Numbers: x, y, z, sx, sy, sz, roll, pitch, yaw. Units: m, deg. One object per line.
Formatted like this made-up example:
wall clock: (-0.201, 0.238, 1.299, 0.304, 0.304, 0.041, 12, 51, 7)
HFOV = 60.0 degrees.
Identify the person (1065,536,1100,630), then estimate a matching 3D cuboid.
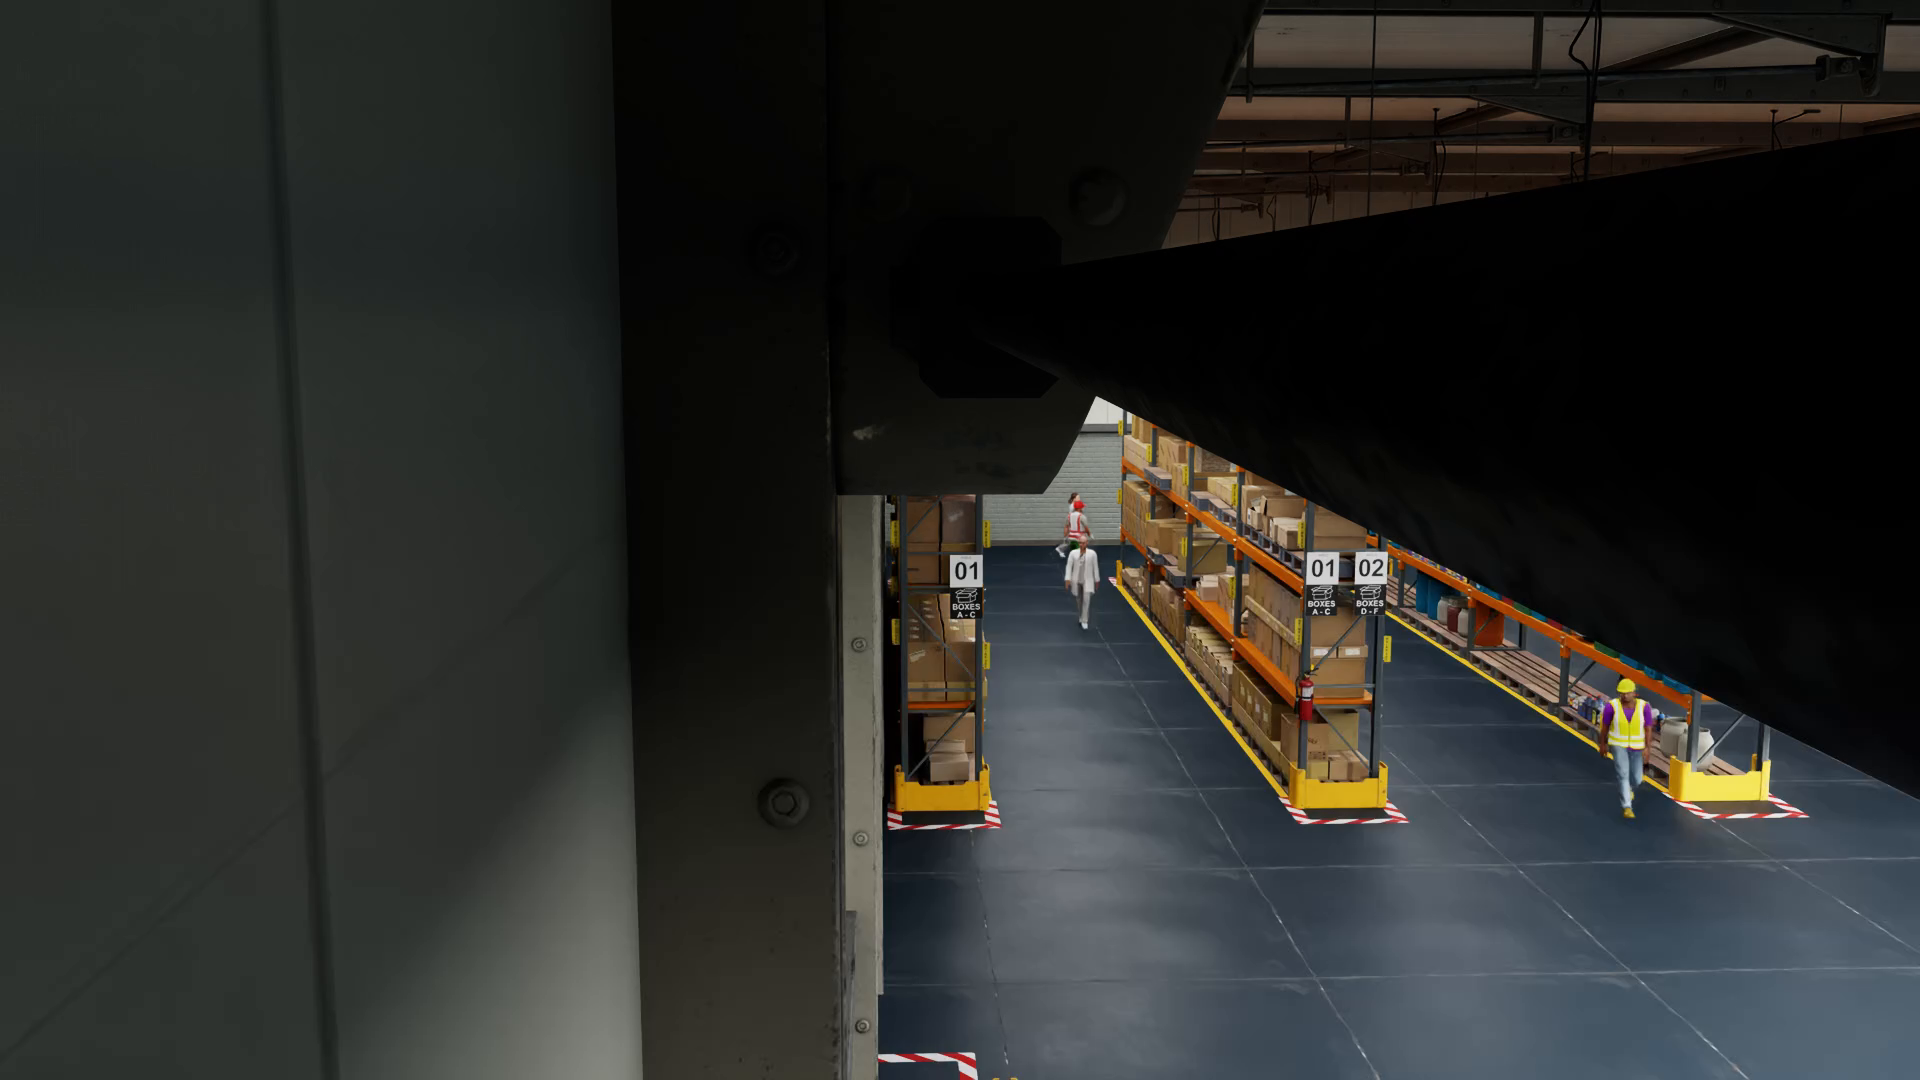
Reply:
person: (2.308, 0.793, 31.652, 0.627, 1.711, 1.117, 3, 9, 17)

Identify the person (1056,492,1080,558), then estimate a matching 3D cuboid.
person: (2.666, -0.311, 39.517, 0.862, 1.653, 0.456, 3, 9, 18)

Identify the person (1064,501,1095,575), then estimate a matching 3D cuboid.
person: (2.605, 0.007, 36.988, 0.597, 1.764, 0.706, 8, 11, 42)

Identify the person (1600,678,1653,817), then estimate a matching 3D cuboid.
person: (8.218, 2.513, 20.474, 0.563, 1.644, 1.067, 1, 9, 10)
